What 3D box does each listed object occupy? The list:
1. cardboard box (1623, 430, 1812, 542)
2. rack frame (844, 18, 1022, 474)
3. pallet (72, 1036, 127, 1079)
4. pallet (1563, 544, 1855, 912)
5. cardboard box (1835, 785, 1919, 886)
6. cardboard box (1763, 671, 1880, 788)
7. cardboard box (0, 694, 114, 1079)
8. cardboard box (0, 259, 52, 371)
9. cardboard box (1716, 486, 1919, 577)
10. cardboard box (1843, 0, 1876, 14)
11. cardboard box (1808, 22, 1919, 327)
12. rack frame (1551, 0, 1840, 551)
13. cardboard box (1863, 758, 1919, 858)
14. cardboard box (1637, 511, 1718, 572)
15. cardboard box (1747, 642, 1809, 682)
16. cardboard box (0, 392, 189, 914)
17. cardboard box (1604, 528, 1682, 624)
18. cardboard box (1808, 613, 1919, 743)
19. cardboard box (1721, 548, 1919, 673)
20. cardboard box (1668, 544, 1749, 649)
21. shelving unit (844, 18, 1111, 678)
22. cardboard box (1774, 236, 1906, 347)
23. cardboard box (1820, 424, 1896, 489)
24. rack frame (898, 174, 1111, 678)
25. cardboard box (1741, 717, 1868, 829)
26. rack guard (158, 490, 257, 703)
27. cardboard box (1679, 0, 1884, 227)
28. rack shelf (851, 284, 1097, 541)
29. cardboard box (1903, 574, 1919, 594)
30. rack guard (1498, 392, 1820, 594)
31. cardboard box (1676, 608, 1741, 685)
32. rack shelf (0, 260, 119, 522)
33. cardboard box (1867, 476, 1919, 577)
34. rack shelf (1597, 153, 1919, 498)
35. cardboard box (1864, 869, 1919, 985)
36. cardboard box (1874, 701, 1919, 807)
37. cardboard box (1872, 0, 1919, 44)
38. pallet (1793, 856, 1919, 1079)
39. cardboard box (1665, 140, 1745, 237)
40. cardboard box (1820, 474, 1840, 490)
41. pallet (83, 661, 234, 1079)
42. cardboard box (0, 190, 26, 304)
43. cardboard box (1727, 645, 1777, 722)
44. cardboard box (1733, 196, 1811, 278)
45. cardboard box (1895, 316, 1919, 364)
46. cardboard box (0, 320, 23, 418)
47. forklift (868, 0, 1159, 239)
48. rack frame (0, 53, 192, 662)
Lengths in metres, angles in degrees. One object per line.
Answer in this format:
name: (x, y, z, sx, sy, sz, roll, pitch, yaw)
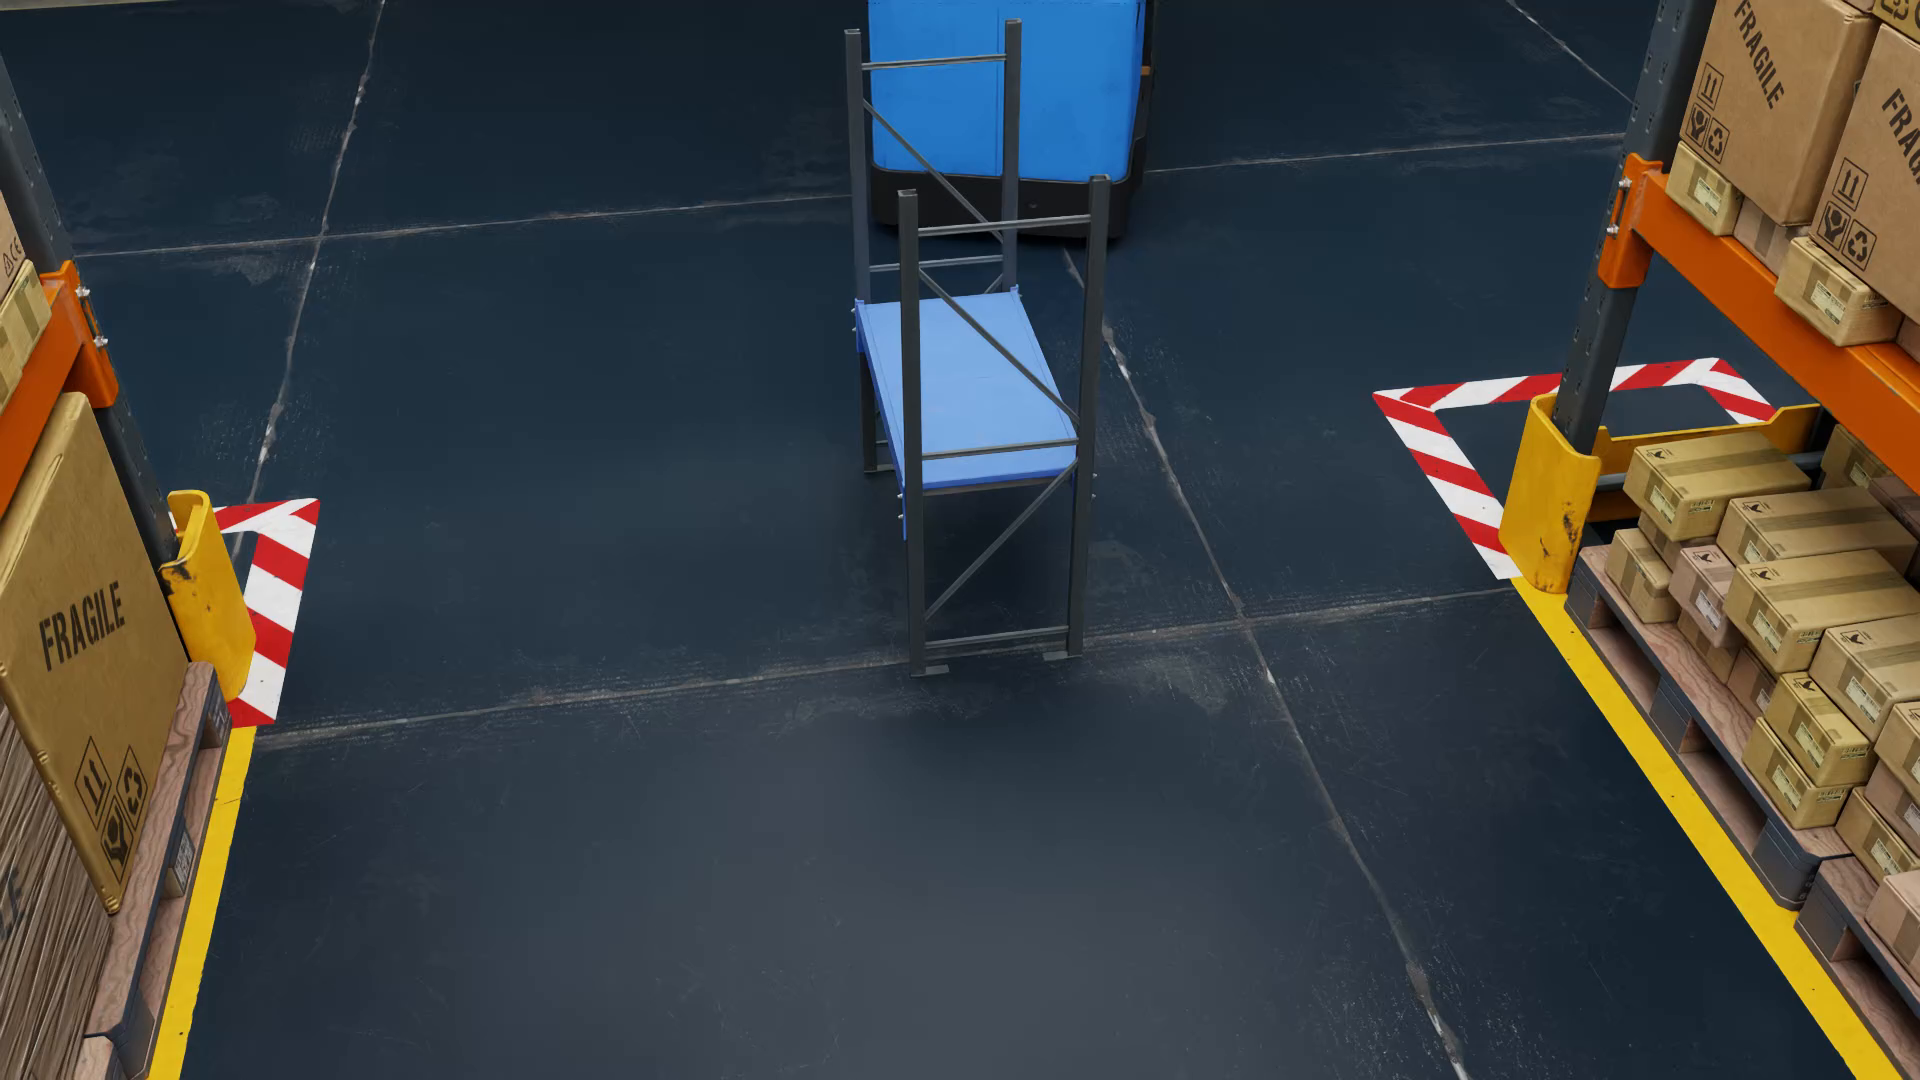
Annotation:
cardboard box: (2.040, -0.148, 4.493, 0.380, 0.149, 0.250, -8, 39, -10)
rack frame: (-0.074, -0.848, 5.119, 0.500, 1.500, 0.032, -6, 38, -8)
pallet: (-2.190, 1.557, 3.074, 1.003, 0.211, 1.213, -6, 38, -8)
pallet: (2.404, 0.415, 4.544, 1.003, 0.211, 1.213, -6, 38, -8)
cardboard box: (2.312, 0.693, 3.895, 0.380, 0.149, 0.250, -6, 38, -8)
cardboard box: (2.183, 0.437, 3.982, 0.380, 0.149, 0.250, -5, 38, -7)
cardboard box: (-2.267, 0.847, 3.105, 0.875, 0.875, 0.875, -6, 38, -8)
cardboard box: (-2.231, -0.475, 3.621, 0.380, 0.149, 0.250, -6, 38, -7)
cardboard box: (2.207, 0.005, 4.295, 0.380, 0.149, 0.250, -6, 38, -7)
cardboard box: (2.100, -1.479, 3.569, 0.500, 0.500, 0.500, -6, 38, -8)
cardboard box: (2.209, -0.762, 3.462, 0.500, 0.500, 0.500, -6, 38, -8)
rack frame: (2.283, -1.226, 4.384, 1.000, 3.000, 0.127, -6, 38, -8)
cardboard box: (2.323, 0.587, 3.789, 0.380, 0.149, 0.250, -8, 39, -10)
cardboard box: (2.122, -0.040, 4.595, 0.380, 0.149, 0.250, -5, 38, -6)
cardboard box: (2.245, 0.270, 4.197, 0.380, 0.149, 0.250, -6, 38, -7)
cardboard box: (-2.427, 0.297, 3.812, 0.875, 0.875, 0.875, -6, 38, -8)
cardboard box: (2.060, 0.084, 4.678, 0.380, 0.149, 0.250, -5, 38, -7)
cardboard box: (2.250, 0.312, 3.900, 0.380, 0.149, 0.250, -8, 39, -10)
cardboard box: (2.125, 0.171, 4.081, 0.380, 0.149, 0.250, -6, 38, -8)
cardboard box: (2.115, 0.132, 4.375, 0.380, 0.149, 0.250, -6, 38, -8)
shelving unit: (0.015, -0.541, 4.724, 0.538, 1.500, 1.048, -6, 38, -8)
cardboard box: (2.097, -0.579, 3.755, 0.380, 0.149, 0.250, -7, 38, -9)
cardboard box: (2.625, -0.209, 4.570, 0.380, 0.149, 0.250, -6, 38, -7)
rack frame: (0.104, -0.234, 4.328, 0.500, 1.500, 0.032, -6, 38, -8)
cardboard box: (2.173, 0.549, 4.080, 0.380, 0.149, 0.250, -6, 38, -7)
rack guard: (-2.622, 0.219, 4.561, 1.175, 0.500, 0.348, -6, 38, -8)
cardboard box: (2.090, -1.083, 3.875, 0.500, 0.500, 0.500, -5, 38, -6)
rack shelf: (0.015, -0.399, 4.834, 0.538, 0.185, 1.000, -6, 38, -8)
cardboard box: (2.649, 0.068, 4.457, 0.380, 0.149, 0.250, -7, 38, -9)
rack guard: (2.296, -0.193, 5.092, 1.175, 0.500, 0.348, -6, 38, -8)
cardboard box: (2.186, 0.234, 4.486, 0.380, 0.149, 0.250, -6, 38, -8)
rack shelf: (-2.267, 0.738, 2.441, 1.077, 0.370, 4.000, -6, 38, -8)
cardboard box: (2.613, -0.051, 4.367, 0.380, 0.149, 0.250, -6, 38, -7)
rack shelf: (2.634, 0.266, 3.050, 1.077, 0.370, 4.000, -6, 38, -8)
cardboard box: (2.270, 0.853, 3.689, 0.380, 0.149, 0.250, -8, 39, -10)
cardboard box: (2.290, 0.481, 3.683, 0.380, 0.149, 0.250, -5, 38, -6)
cardboard box: (2.195, -1.174, 3.178, 0.500, 0.500, 0.500, -5, 38, -7)
pallet: (2.614, 1.150, 3.597, 1.003, 0.211, 1.213, -6, 38, -8)
cardboard box: (2.017, -0.896, 4.164, 0.380, 0.149, 0.250, -7, 38, -8)
cardboard box: (2.657, -0.096, 4.667, 0.380, 0.149, 0.250, -7, 38, -9)
pallet: (-2.401, 0.822, 4.020, 1.003, 0.211, 1.213, -6, 38, -8)
cardboard box: (-2.272, -0.548, 3.390, 0.500, 0.250, 0.500, -7, 38, -9)
cardboard box: (2.237, 0.383, 4.294, 0.380, 0.149, 0.250, -6, 38, -7)
cardboard box: (2.103, -0.747, 3.971, 0.380, 0.149, 0.250, -5, 38, -6)
cardboard box: (2.277, -0.437, 3.572, 0.380, 0.149, 0.250, -5, 38, -6)
cardboard box: (-2.184, -0.318, 3.420, 0.380, 0.149, 0.250, -6, 38, -7)
forklift: (0.359, -3.266, 7.065, 1.130, 2.935, 3.031, 5, 38, 7)
rack frame: (-2.618, -0.754, 3.776, 1.000, 3.000, 0.127, -6, 38, -8)
